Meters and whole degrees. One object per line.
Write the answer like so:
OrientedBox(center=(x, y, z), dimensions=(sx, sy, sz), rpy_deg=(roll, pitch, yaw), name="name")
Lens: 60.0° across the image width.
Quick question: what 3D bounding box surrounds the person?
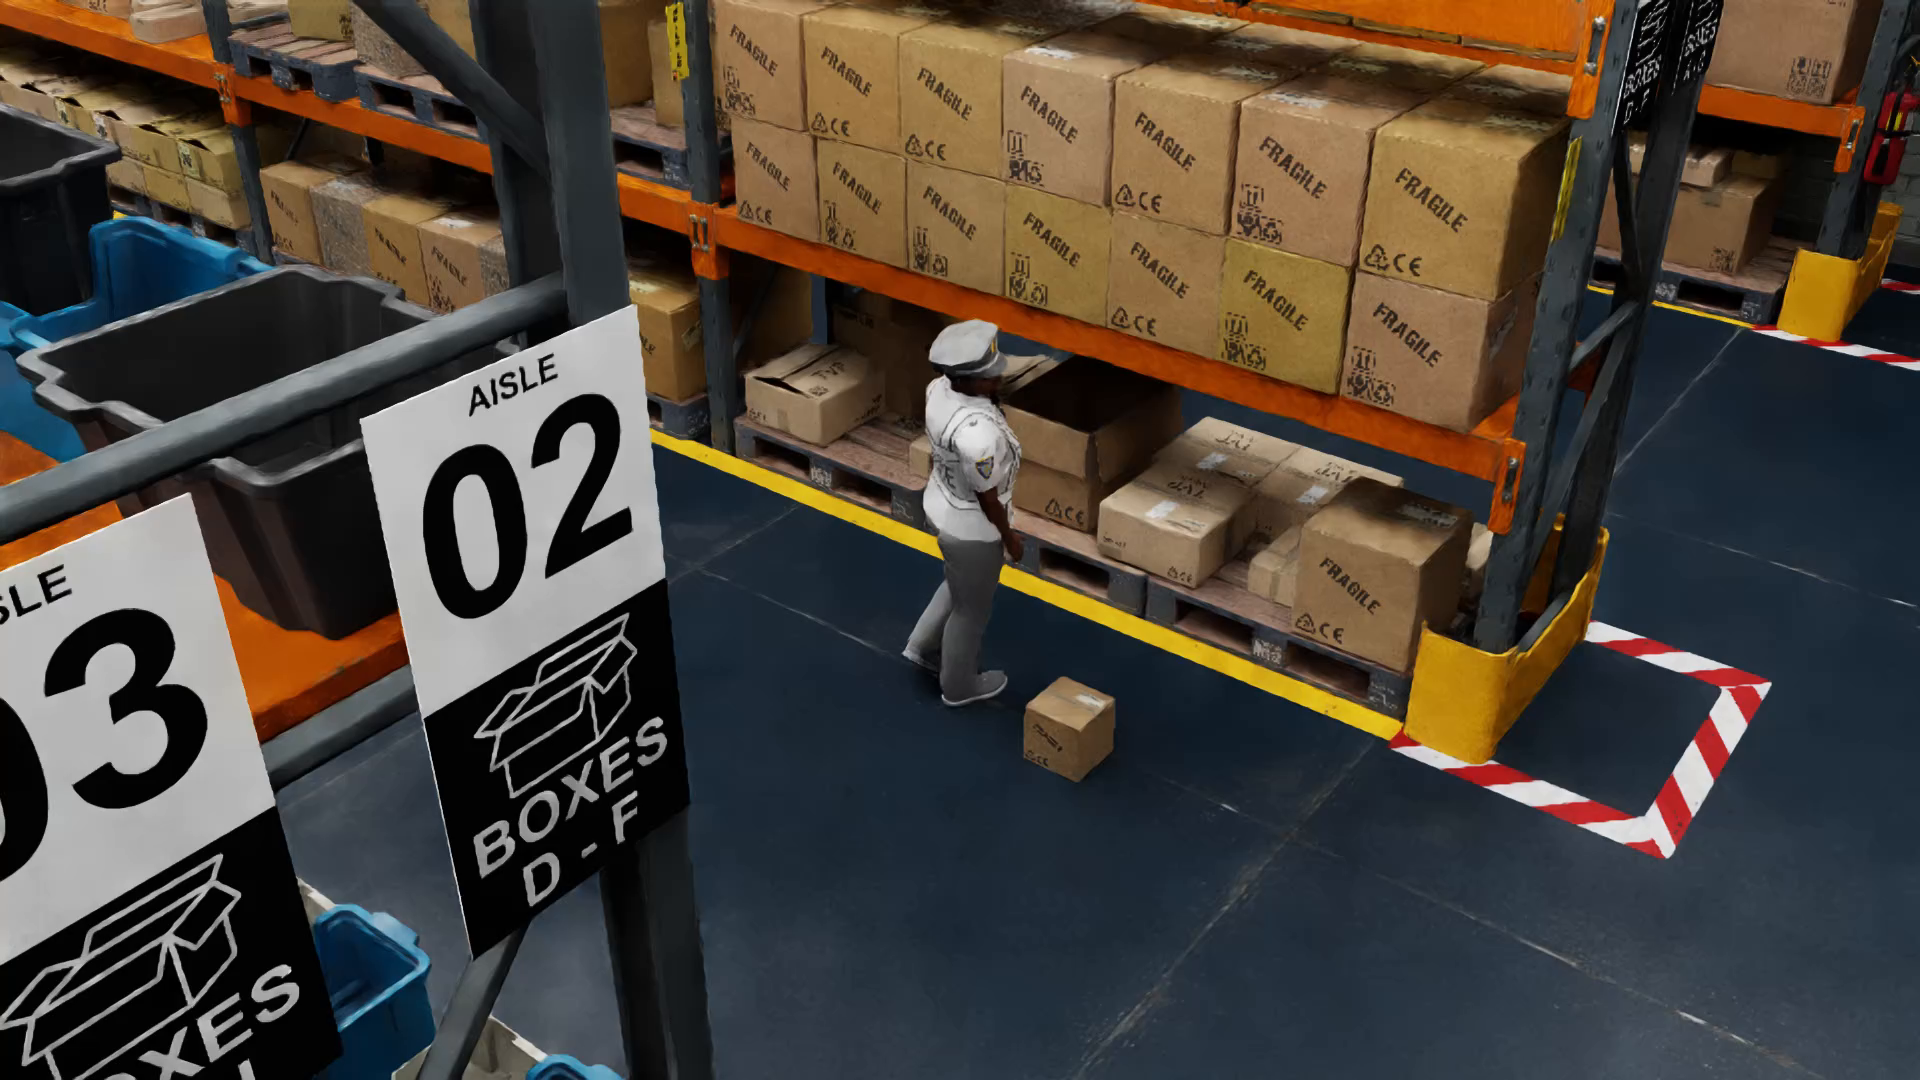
OrientedBox(center=(0.017, -0.065, 6.249), dimensions=(0.408, 1.665, 0.574), rpy_deg=(-10, 32, -16), name="person")
